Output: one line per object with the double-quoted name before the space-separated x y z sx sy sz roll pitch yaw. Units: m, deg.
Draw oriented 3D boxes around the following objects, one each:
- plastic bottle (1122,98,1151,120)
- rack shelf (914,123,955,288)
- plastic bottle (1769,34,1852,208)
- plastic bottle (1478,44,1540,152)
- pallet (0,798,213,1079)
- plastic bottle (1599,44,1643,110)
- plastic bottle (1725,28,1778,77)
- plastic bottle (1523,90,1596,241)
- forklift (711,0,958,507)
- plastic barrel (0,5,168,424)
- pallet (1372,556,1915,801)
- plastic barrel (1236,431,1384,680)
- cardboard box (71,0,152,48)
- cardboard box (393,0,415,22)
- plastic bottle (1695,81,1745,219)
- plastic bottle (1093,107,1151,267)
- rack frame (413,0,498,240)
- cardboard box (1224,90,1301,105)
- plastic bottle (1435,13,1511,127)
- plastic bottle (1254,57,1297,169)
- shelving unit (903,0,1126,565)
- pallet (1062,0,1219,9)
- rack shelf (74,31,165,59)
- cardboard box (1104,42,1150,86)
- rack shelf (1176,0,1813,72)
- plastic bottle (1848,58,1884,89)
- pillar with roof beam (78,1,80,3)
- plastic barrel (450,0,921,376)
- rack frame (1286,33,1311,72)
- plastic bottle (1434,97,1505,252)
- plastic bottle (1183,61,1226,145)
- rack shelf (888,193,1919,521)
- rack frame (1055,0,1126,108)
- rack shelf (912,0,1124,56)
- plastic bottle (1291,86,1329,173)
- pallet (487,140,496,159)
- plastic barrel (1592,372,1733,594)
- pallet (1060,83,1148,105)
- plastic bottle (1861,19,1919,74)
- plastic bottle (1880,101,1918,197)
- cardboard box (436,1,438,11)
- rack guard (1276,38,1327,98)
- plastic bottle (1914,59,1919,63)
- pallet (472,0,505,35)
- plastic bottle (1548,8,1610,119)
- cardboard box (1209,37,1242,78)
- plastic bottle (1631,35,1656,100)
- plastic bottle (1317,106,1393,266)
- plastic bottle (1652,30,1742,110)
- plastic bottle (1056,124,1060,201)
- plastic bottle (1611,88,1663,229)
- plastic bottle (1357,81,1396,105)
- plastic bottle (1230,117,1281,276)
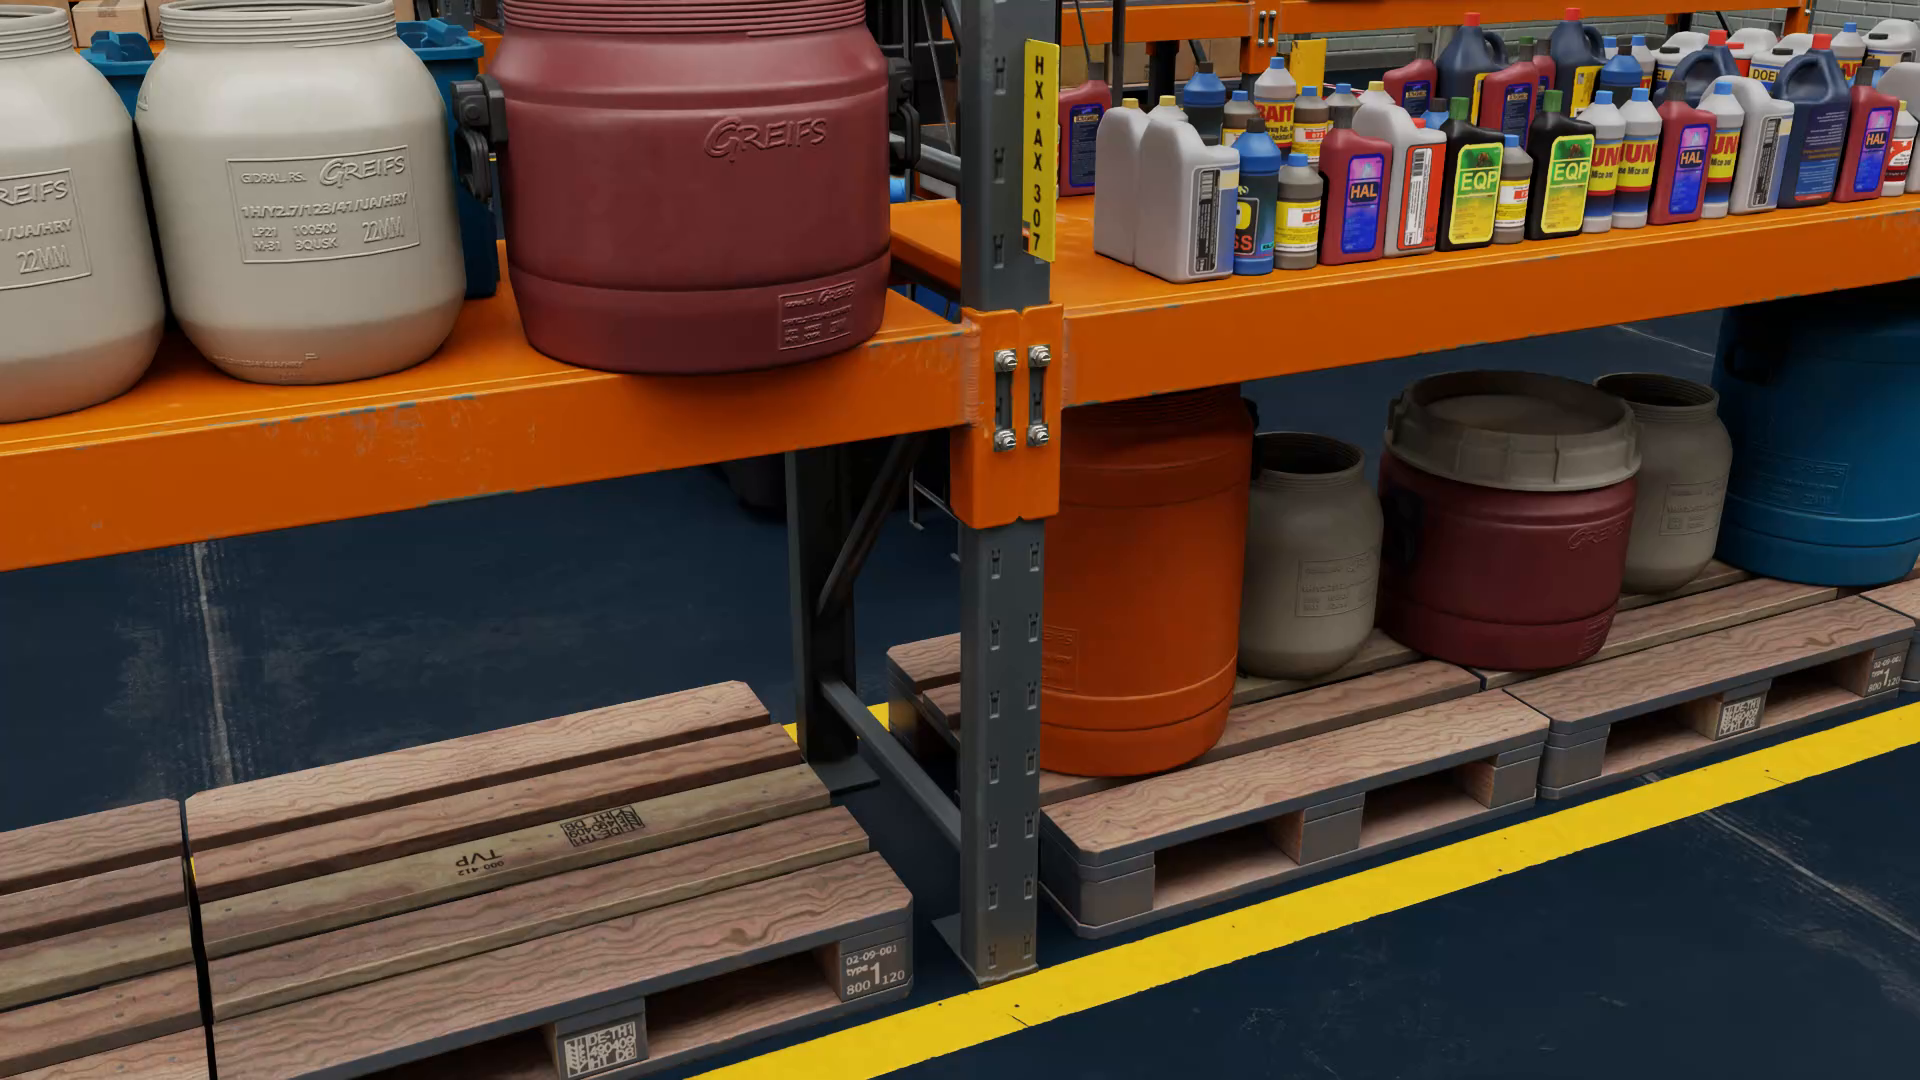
"plastic bottle" 0.377 -0.883 3.721 0.097 0.201 0.097 0 22 0
"rack shelf" 0.149 -0.985 4.920 0.480 0.518 0.431 -10 25 -24
"plastic bottle" 1.803 -0.902 3.573 0.185 0.351 0.144 -10 25 -24
"plastic bottle" 1.316 -1.041 3.994 0.133 0.283 0.061 -10 25 -24
"pallet" -1.935 0.895 2.813 1.213 0.211 1.003 -10 25 -24
"plastic bottle" 1.627 -1.084 4.116 0.097 0.271 0.097 0 22 0
"plastic bottle" 2.066 -1.217 4.430 0.135 0.276 0.152 -10 25 -24
"plastic bottle" 1.174 -0.738 3.263 0.133 0.283 0.061 -10 25 -24
"forklift" -0.695 -1.992 6.231 1.130 2.935 3.031 -8 24 -19
"plastic barrel" -1.336 -0.447 2.262 0.421 0.512 0.421 0 22 0
"pallet" 1.668 0.233 4.412 1.213 0.211 1.003 -10 25 -24
"plastic barrel" 0.782 0.034 3.949 0.421 0.512 0.421 0 22 0
"cardboard box" -3.391 -2.070 6.658 0.250 0.149 0.380 -9 24 -20
"cardboard box" -2.614 -2.331 7.076 0.500 0.311 0.500 -9 24 -20
"plastic bottle" 1.565 -0.812 3.458 0.097 0.271 0.097 0 22 0
"plastic bottle" 0.342 -0.665 3.097 0.135 0.276 0.152 -10 25 -24
"rack frame" -2.267 -2.417 7.168 0.127 3.000 1.000 -10 25 -24
"cardboard box" 1.728 -2.321 9.629 0.500 0.500 0.500 -10 25 -24
"plastic bottle" 1.249 -1.103 4.056 0.185 0.351 0.144 -10 25 -24
"plastic bottle" 0.728 -0.980 3.864 0.097 0.271 0.097 0 22 0
"shelving unit" 0.149 -0.998 4.915 0.503 2.100 0.431 -10 25 -24
"pallet" 0.570 -2.897 8.578 1.213 0.211 1.003 -10 25 -24
"rack shelf" -4.069 -1.753 6.504 4.000 0.370 1.077 -10 25 -24
"cardboard box" 1.299 -4.173 14.128 0.500 0.500 0.700 -11 25 -25
"rack shelf" 3.140 -3.080 9.710 4.000 0.370 1.077 -10 25 -24
"plastic bottle" 2.083 -0.972 3.844 0.097 0.271 0.097 0 22 0
"pillar with roof beam" -4.098 -5.495 6.758 0.400 9.000 9.100 -10 25 -24
"plastic barrel" -0.409 -0.591 2.578 0.708 0.536 0.600 -10 25 -24
"rack frame" 2.790 -5.451 14.497 0.127 3.000 1.000 -10 25 -24
"plastic bottle" 0.966 -0.699 3.170 0.133 0.283 0.061 -10 25 -24
"plastic bottle" 0.553 -0.948 3.786 0.097 0.271 0.097 0 22 0
"rack shelf" 1.680 -0.709 3.982 4.000 0.370 1.077 -10 25 -24
"rack frame" 0.369 -1.038 5.013 0.015 2.100 0.400 -10 25 -24
"rack shelf" 0.149 -1.632 4.652 0.480 0.518 0.431 -10 25 -24
"plastic bottle" 0.816 -0.964 3.917 0.097 0.201 0.097 0 22 0
"pallet" -3.676 -2.940 12.077 1.213 0.211 1.003 -10 25 -24
"plastic barrel" 1.799 -0.153 4.402 0.421 0.512 0.421 0 22 0
"pallet" 1.006 -3.802 14.159 1.213 0.211 1.003 -10 25 -24
"plastic bottle" 2.570 -1.310 4.654 0.135 0.276 0.152 -10 25 -24
"plastic bottle" 2.061 -0.871 3.692 0.097 0.201 0.097 0 22 0
"cardboard box" -3.699 -3.401 11.807 0.750 0.750 0.750 -11 25 -24
"rack guard" 2.811 -4.300 14.984 0.348 0.500 1.175 -10 25 -24
"plastic bottle" 2.641 -1.235 4.572 0.097 0.201 0.097 0 22 0
"pallet" -1.687 -2.465 7.535 1.003 0.211 1.213 -10 25 -24
"plastic bottle" 1.536 -1.155 4.184 0.185 0.351 0.144 -10 25 -24
"cardboard box" 2.202 -4.339 14.531 0.500 0.500 0.700 -10 25 -24
"plastic bottle" 1.740 -1.166 4.314 0.097 0.271 0.097 0 22 0
"plastic bottle" 0.724 -0.655 3.063 0.133 0.283 0.061 -10 25 -24
"plastic bottle" 1.616 -0.933 3.646 0.185 0.351 0.144 -10 25 -24
"plastic bottle" 0.169 -0.845 3.629 0.097 0.201 0.097 0 22 0
"plastic bottle" 1.357 -0.774 3.366 0.097 0.271 0.097 0 22 0
"plastic bottle" 0.991 -0.996 3.995 0.097 0.201 0.097 0 22 0
"plastic bottle" 0.525 -0.620 2.995 0.097 0.271 0.097 0 22 0
